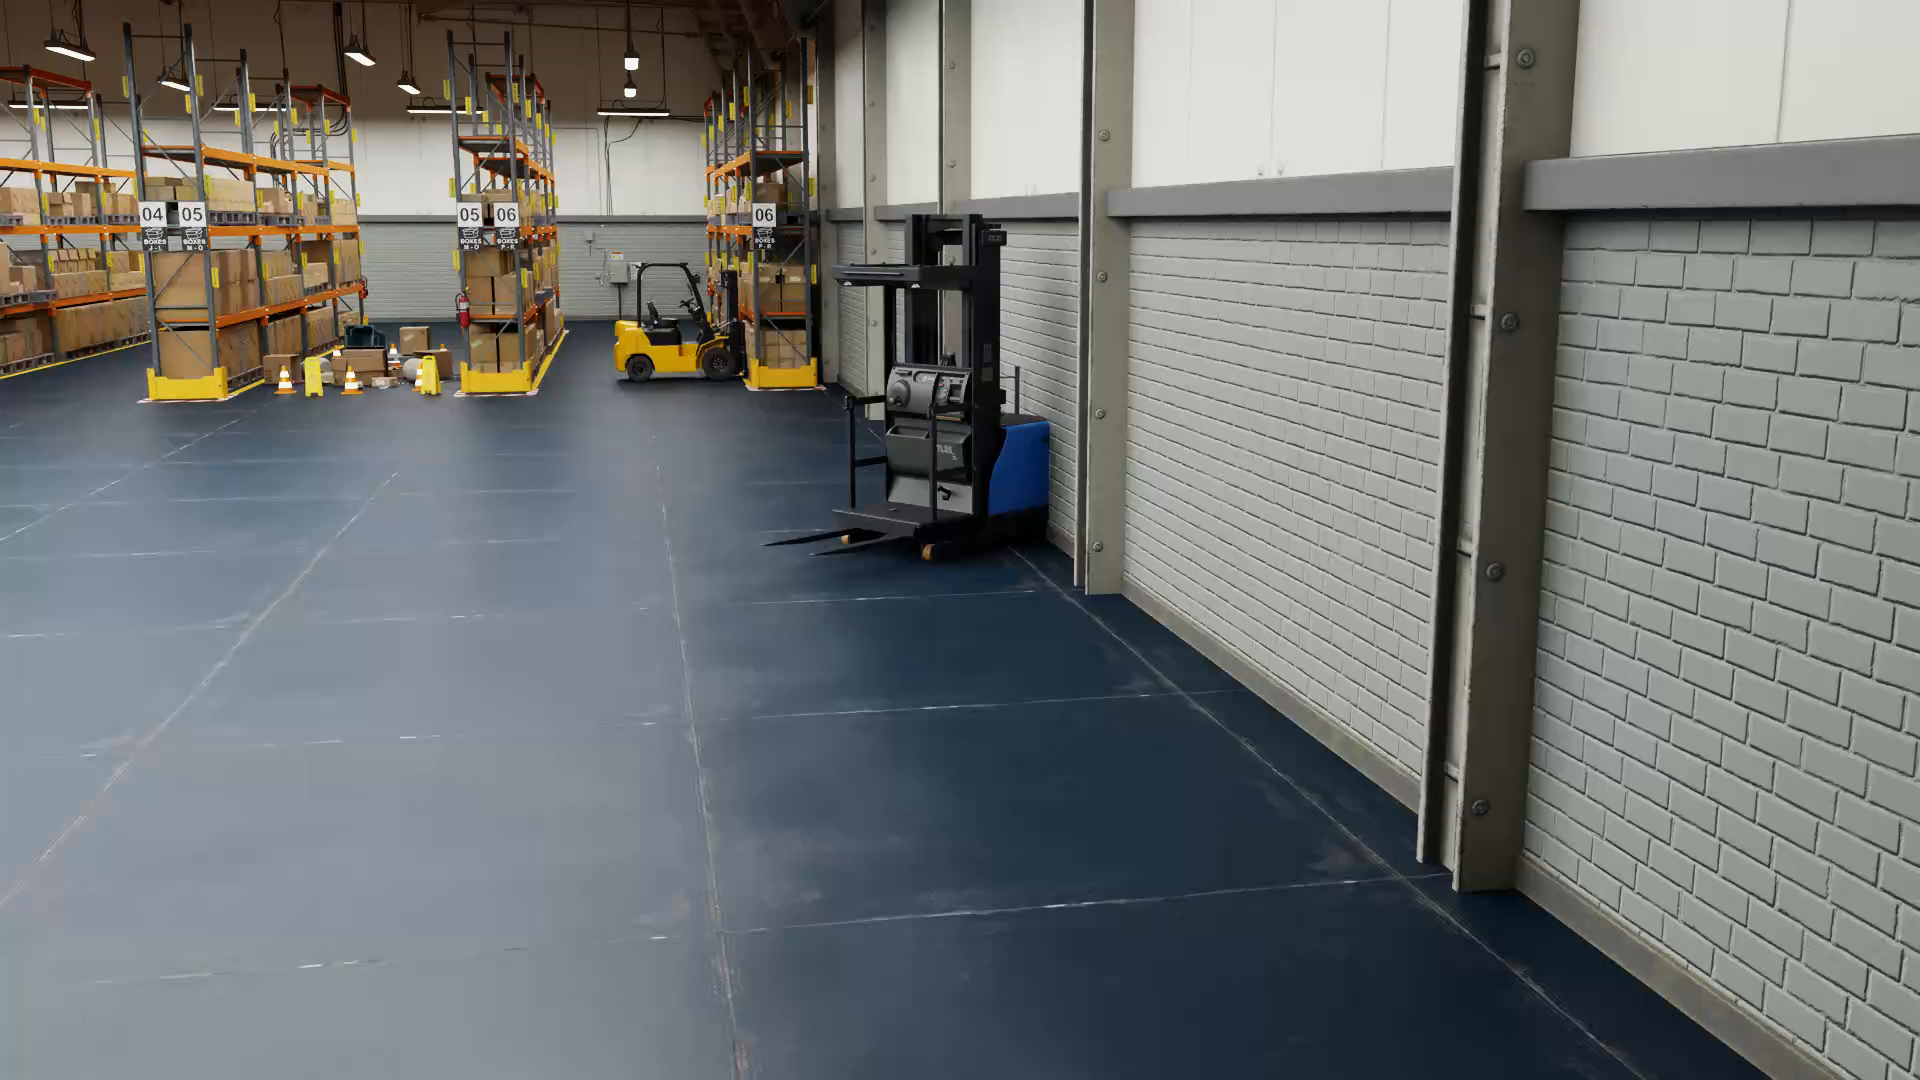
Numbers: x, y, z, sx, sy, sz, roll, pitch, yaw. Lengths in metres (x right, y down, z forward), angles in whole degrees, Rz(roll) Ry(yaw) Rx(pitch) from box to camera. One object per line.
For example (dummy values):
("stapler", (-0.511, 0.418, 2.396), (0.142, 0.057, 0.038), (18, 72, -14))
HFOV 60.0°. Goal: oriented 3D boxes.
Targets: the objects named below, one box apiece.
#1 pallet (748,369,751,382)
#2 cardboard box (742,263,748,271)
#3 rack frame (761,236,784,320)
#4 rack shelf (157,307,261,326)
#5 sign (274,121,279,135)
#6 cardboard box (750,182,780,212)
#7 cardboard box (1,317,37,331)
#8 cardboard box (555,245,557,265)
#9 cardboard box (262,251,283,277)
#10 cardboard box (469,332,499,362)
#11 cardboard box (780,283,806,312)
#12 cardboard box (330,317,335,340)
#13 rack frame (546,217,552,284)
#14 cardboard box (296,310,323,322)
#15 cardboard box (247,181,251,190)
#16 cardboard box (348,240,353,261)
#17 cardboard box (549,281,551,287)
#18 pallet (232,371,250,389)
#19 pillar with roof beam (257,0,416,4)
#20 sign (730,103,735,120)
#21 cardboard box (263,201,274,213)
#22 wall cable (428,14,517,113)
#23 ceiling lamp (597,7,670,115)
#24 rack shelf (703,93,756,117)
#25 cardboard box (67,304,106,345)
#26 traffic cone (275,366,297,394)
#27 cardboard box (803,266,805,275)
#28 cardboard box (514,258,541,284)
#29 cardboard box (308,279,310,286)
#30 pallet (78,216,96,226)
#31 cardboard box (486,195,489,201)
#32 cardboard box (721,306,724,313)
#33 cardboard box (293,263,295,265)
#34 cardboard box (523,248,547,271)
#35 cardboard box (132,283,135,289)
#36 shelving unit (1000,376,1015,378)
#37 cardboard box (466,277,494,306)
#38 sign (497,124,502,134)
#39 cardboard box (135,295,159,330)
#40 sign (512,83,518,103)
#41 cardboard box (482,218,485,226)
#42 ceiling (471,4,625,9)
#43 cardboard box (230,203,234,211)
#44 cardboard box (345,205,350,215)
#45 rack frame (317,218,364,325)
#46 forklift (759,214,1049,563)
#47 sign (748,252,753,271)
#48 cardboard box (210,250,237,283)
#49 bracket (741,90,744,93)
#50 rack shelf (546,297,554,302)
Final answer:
("pallet", (-3.333, -2.997, 30.432), (1.003, 0.211, 1.213), (-2, 11, -11))
("cardboard box", (-4.003, -5.264, 32.089), (0.380, 0.149, 0.250), (-2, 11, -10))
("rack frame", (-3.925, -4.962, 33.296), (0.949, 2.616, 0.053), (-2, 11, -11))
("rack shelf", (-13.237, -3.958, 29.423), (0.919, 0.124, 3.809), (-2, 11, -11))
("sign", (-15.717, -9.478, 38.269), (0.100, 0.325, 0.005), (-2, 11, -11))
("cardboard box", (-3.469, -6.079, 29.484), (0.500, 0.500, 0.500), (-2, 11, -9))
("cardboard box", (-19.129, -4.389, 33.788), (0.500, 0.250, 0.500), (-2, 11, -9))
("cardboard box", (-10.666, -7.347, 42.888), (0.500, 0.500, 0.500), (-2, 11, -11))
("cardboard box", (-14.124, -5.587, 33.638), (0.700, 0.500, 0.500), (-2, 11, -12))
("cardboard box", (-8.423, -3.408, 29.360), (0.500, 0.500, 0.500), (-2, 11, -11))
("cardboard box", (-2.968, -4.378, 29.963), (0.500, 0.500, 0.500), (-2, 11, -9))
("cardboard box", (-14.791, -4.901, 38.540), (0.500, 0.500, 0.500), (-2, 11, -12))
("rack frame", (-10.346, -6.248, 40.054), (1.000, 3.000, 0.127), (-2, 11, -11))
("cardboard box", (-14.483, -4.982, 36.959), (0.500, 0.250, 0.500), (-2, 11, -11))
("cardboard box", (-13.193, -6.477, 30.386), (0.380, 0.149, 0.250), (-2, 11, -11))
("cardboard box", (-15.418, -7.207, 41.353), (0.500, 0.500, 0.500), (-2, 11, -8))
("cardboard box", (-9.913, -6.008, 39.193), (0.500, 0.250, 0.500), (-2, 11, -12))
("pallet", (-13.314, -2.846, 29.637), (1.003, 0.211, 1.213), (-2, 11, -11))
("pillar with roof beam", (-17.963, -14.463, 43.906), (6.894, 0.400, 0.400), (-2, 11, -11))
("sign", (-4.452, -8.385, 32.526), (0.100, 0.325, 0.005), (-2, 11, -11))
("cardboard box", (-13.782, -6.596, 32.829), (0.396, 0.266, 0.258), (-2, 11, -11))
("wall cable", (-14.024, -13.852, 47.915), (2.355, 3.000, 0.029), (-2, 11, -11))
("ceiling lamp", (-9.061, -13.384, 45.891), (2.000, 3.185, 0.800), (-2, 11, -11))
("rack shelf", (-5.867, -11.022, 42.128), (1.077, 0.370, 4.000), (-2, 11, -11))
("cardboard box", (-19.748, -4.770, 36.846), (1.225, 0.875, 0.875), (-3, 11, -13))
("traffic cone", (-11.558, -2.751, 28.467), (0.336, 0.463, 0.334), (-2, 11, -11))
("cardboard box", (-2.990, -4.863, 29.977), (0.380, 0.149, 0.250), (-2, 11, -9))
("cardboard box", (-8.780, -5.462, 33.737), (0.500, 0.500, 0.500), (-2, 11, -11))
("cardboard box", (-14.452, -5.636, 36.388), (0.380, 0.149, 0.250), (-2, 11, -8))
("pallet", (-19.840, -7.101, 37.024), (0.805, 0.209, 1.217), (-3, 11, -13))
("cardboard box", (-8.446, -5.983, 29.181), (0.380, 0.149, 0.250), (-2, 11, -11))
("cardboard box", (-5.669, -5.651, 40.743), (0.380, 0.149, 0.250), (-2, 11, -8))
("cardboard box", (-15.496, -6.285, 38.204), (0.380, 0.149, 0.250), (-2, 11, -9))
("cardboard box", (-9.615, -6.340, 37.596), (0.500, 0.500, 0.500), (-2, 11, -9))
("cardboard box", (-20.103, -6.116, 40.034), (0.380, 0.149, 0.250), (-2, 11, -13))
("shelving unit", (0.218, -1.022, 16.610), (0.538, 1.500, 1.039), (-2, 11, -12))
("cardboard box", (-8.388, -4.332, 28.924), (0.500, 0.500, 0.500), (-2, 11, -12))
("sign", (-10.895, -9.716, 39.308), (0.100, 0.325, 0.005), (-2, 11, -11))
("cardboard box", (-20.642, -5.669, 41.573), (0.875, 0.875, 0.875), (-2, 11, -11))
("sign", (-7.480, -7.512, 27.938), (0.100, 0.325, 0.005), (-2, 11, -11))
("cardboard box", (-8.356, -5.452, 28.524), (0.380, 0.149, 0.250), (-2, 11, -11))
("ceiling", (-12.090, -14.828, 45.021), (6.000, 0.001, 6.000), (-2, 11, -11))
("cardboard box", (-12.896, -5.807, 28.995), (0.380, 0.149, 0.250), (-2, 11, -10))
("cardboard box", (-15.423, -8.165, 41.170), (0.500, 0.250, 0.500), (-2, 11, -10))
("rack frame", (-15.960, -6.783, 42.865), (1.000, 3.000, 0.127), (-2, 11, -11))
("forklift", (-0.420, -1.352, 14.516), (1.130, 2.935, 3.031), (10, 14, 41))
("sign", (-3.679, -4.896, 29.222), (0.100, 0.325, 0.005), (-2, 11, -11))
("cardboard box", (-13.055, -4.727, 28.775), (0.875, 0.550, 0.550), (-2, 11, -11))
("bracket", (-5.659, -11.841, 43.766), (0.076, 0.066, 4.783), (-2, 11, -11))
("rack shelf", (-9.957, -5.528, 38.194), (1.077, 0.370, 4.000), (-2, 11, -11))
